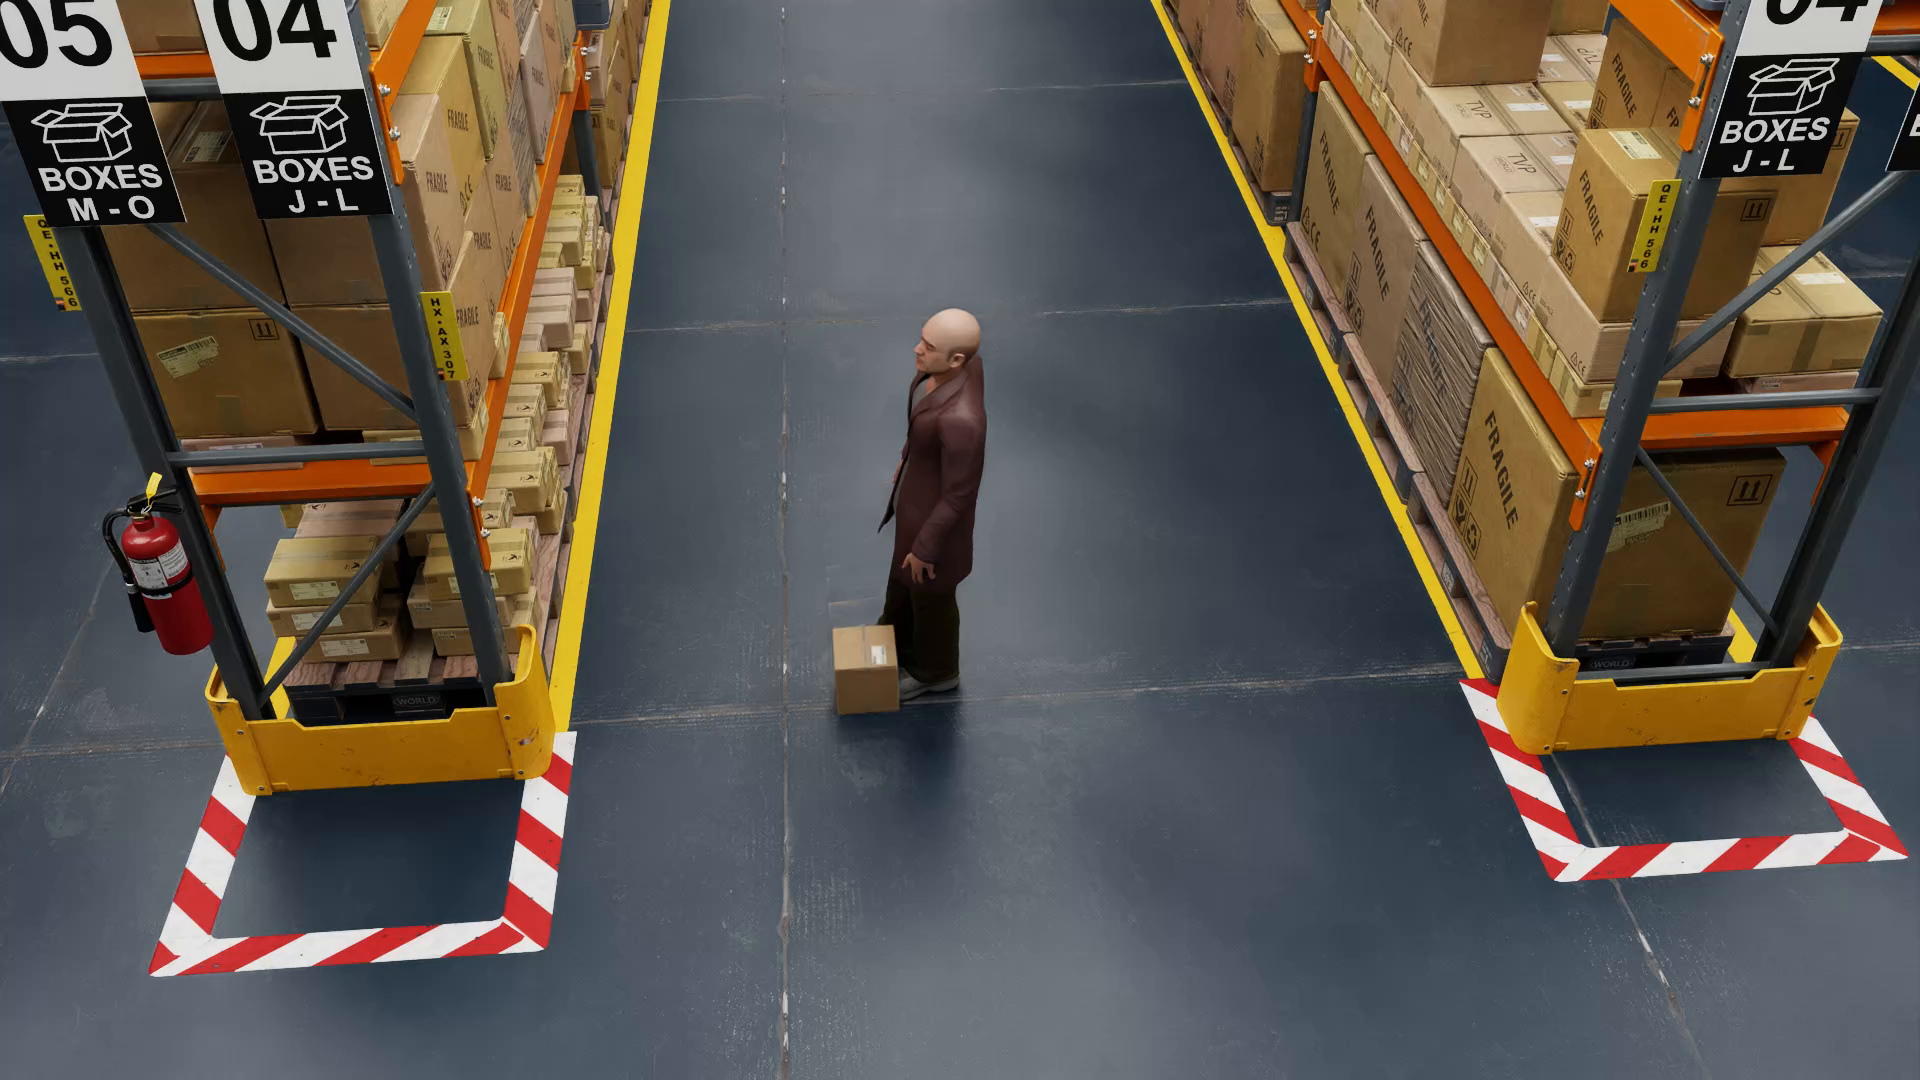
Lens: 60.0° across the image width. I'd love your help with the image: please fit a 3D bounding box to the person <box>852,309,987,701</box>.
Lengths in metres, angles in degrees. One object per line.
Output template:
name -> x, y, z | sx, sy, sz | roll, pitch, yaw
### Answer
person -> -0.195, -0.070, 6.311 | 0.581, 1.687, 0.678 | -3, 39, -4
